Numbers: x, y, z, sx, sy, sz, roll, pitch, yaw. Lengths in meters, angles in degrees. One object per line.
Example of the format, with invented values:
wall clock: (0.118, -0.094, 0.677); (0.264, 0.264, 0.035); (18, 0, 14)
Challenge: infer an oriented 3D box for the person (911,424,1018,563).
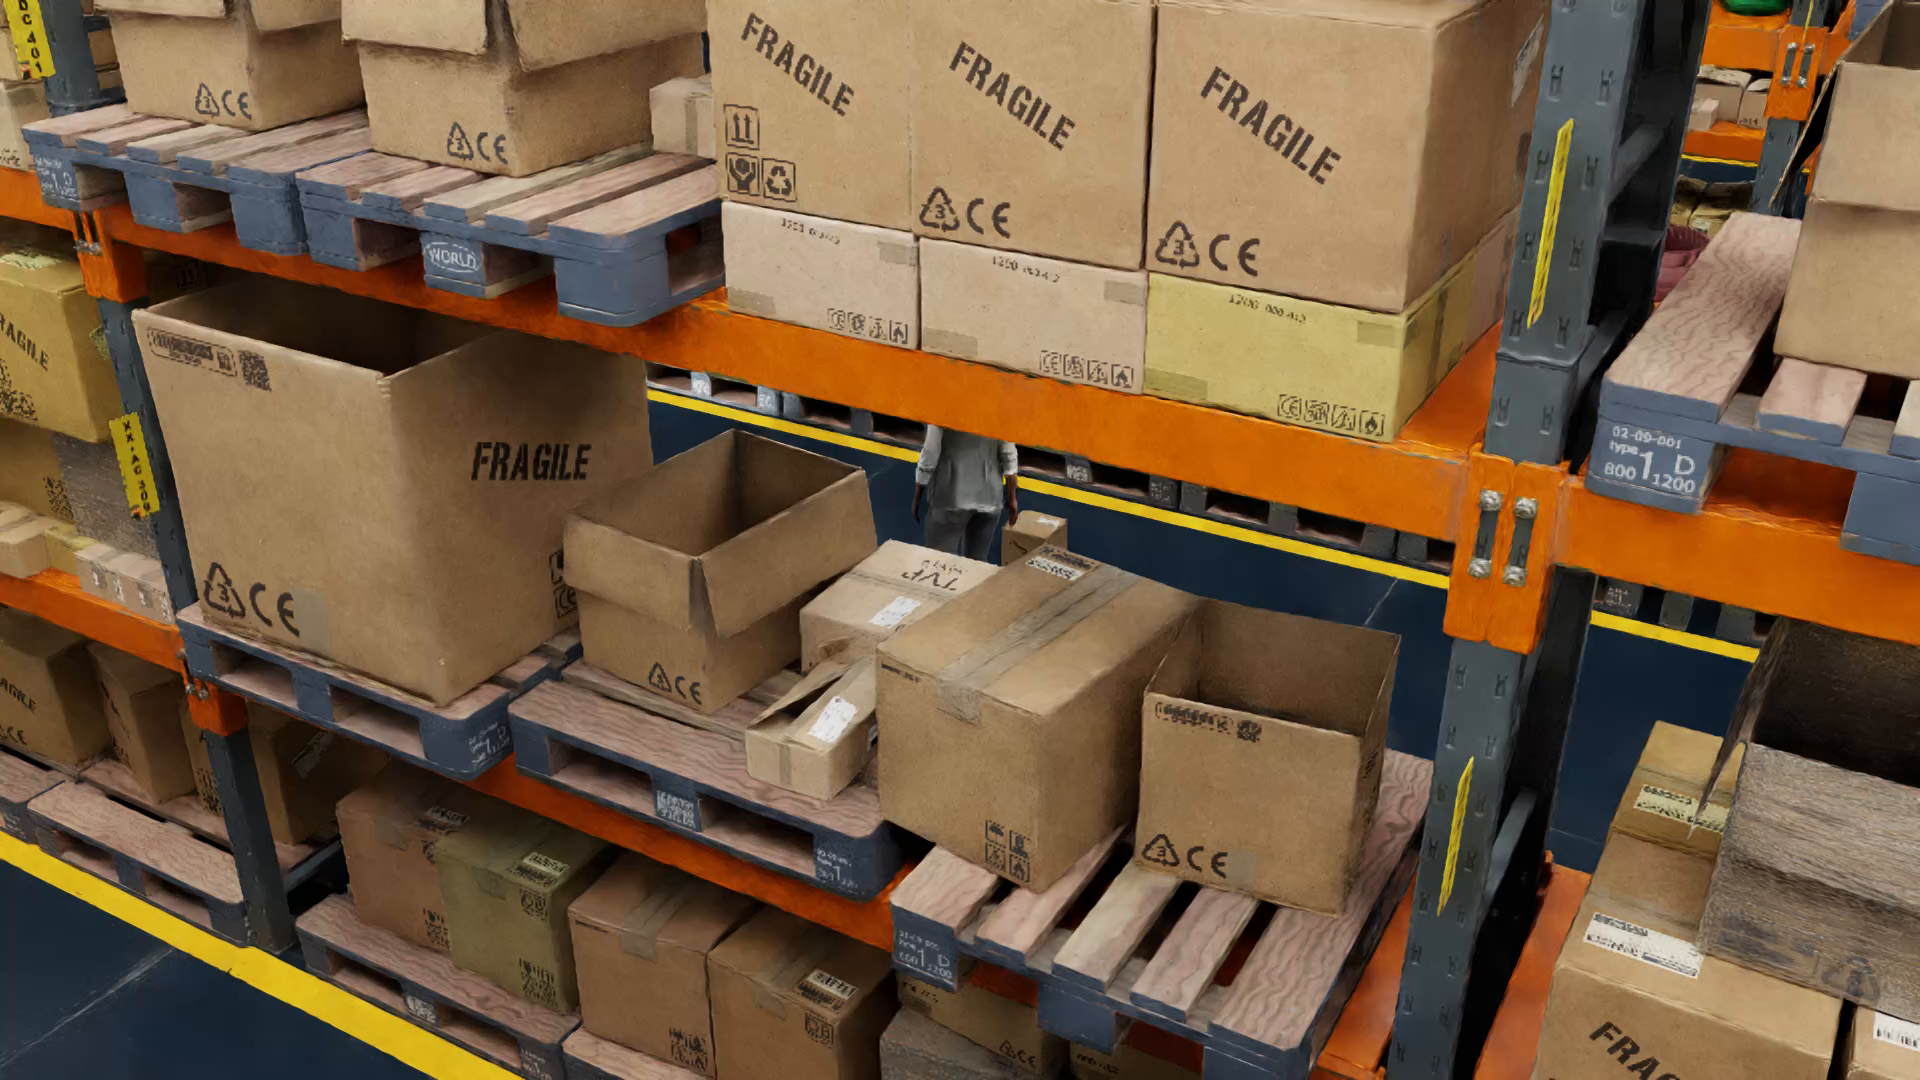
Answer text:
person: (0.039, -0.155, 7.429); (0.463, 1.597, 0.576); (-9, 28, -17)
